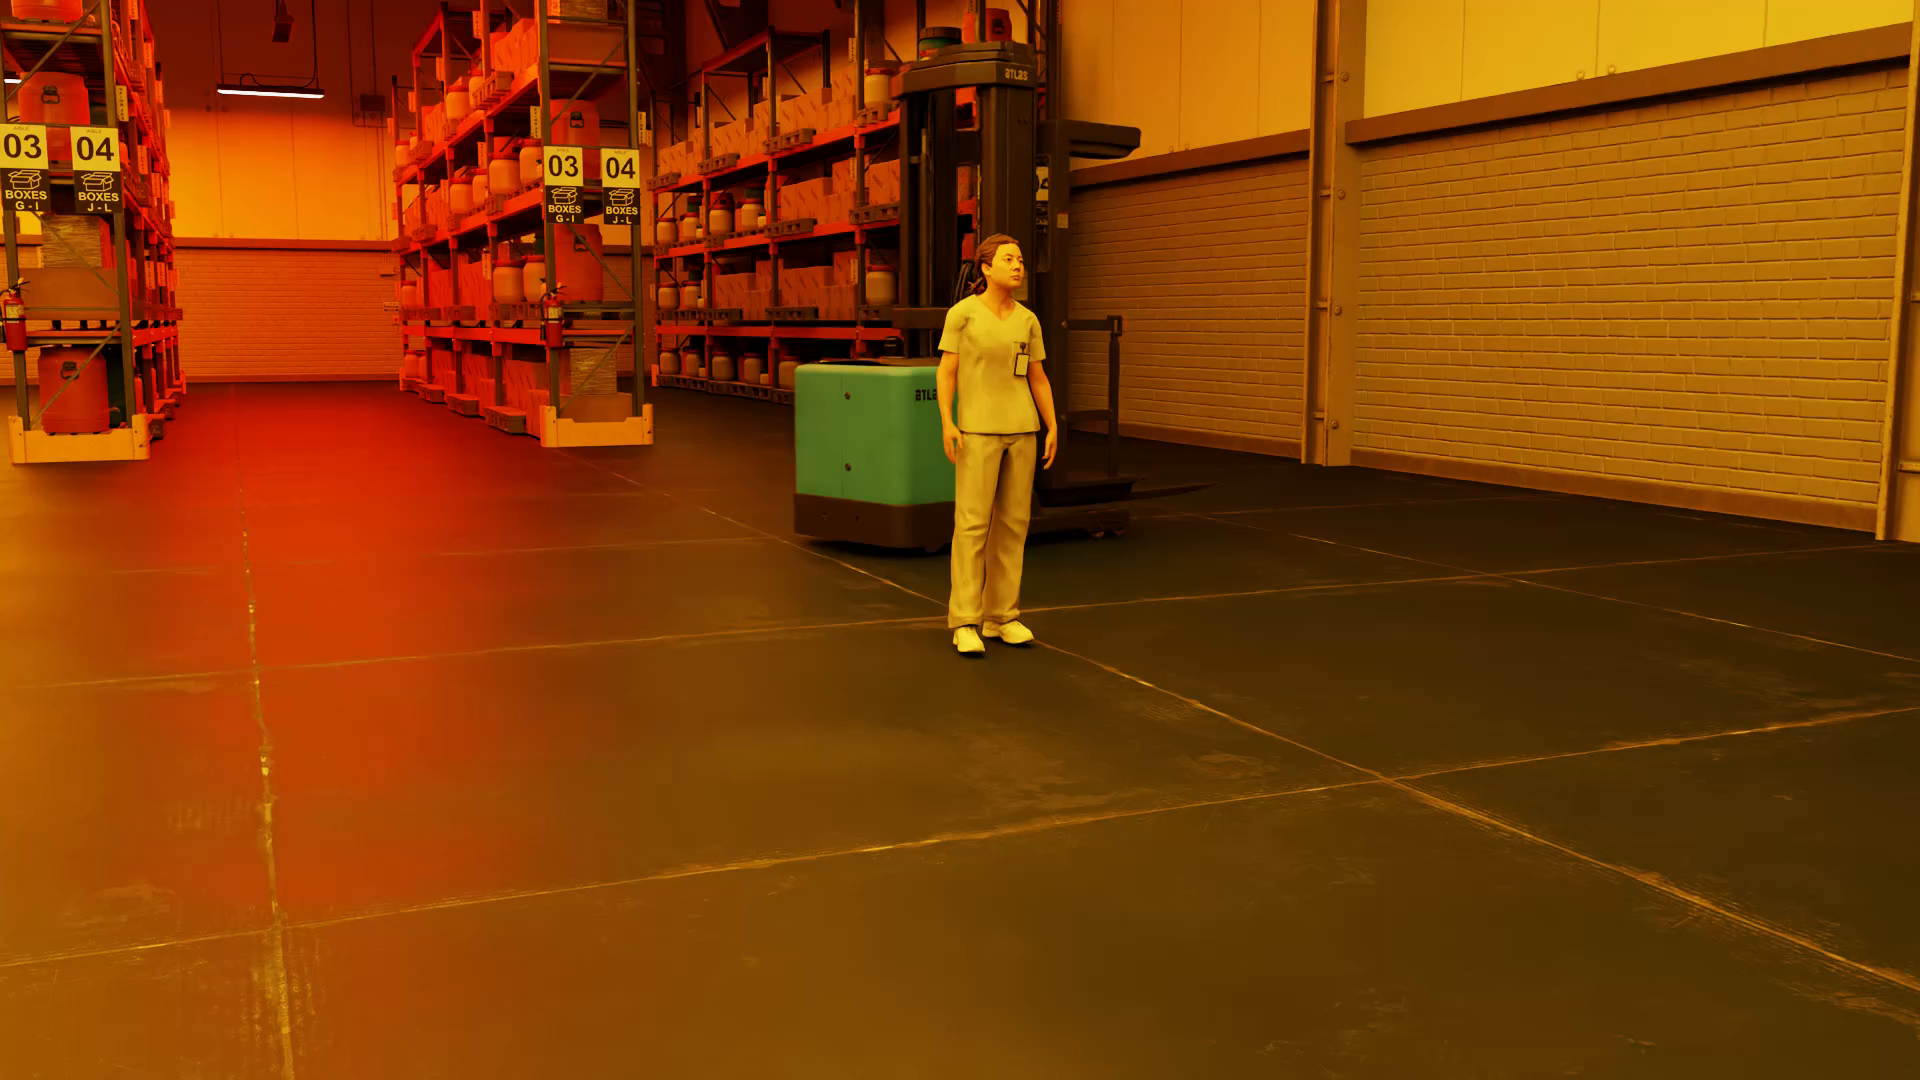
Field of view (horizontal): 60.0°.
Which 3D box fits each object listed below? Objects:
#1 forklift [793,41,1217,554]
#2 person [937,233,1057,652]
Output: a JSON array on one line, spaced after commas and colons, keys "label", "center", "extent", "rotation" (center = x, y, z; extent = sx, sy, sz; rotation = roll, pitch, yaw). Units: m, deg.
[{"label": "forklift", "center": [0.424, -1.514, 10.425], "extent": [3.031, 2.935, 1.130], "rotation": [-7, 10, -42]}, {"label": "person", "center": [0.172, -0.412, 6.813], "extent": [0.549, 1.673, 0.548], "rotation": [-3, 8, -24]}]
